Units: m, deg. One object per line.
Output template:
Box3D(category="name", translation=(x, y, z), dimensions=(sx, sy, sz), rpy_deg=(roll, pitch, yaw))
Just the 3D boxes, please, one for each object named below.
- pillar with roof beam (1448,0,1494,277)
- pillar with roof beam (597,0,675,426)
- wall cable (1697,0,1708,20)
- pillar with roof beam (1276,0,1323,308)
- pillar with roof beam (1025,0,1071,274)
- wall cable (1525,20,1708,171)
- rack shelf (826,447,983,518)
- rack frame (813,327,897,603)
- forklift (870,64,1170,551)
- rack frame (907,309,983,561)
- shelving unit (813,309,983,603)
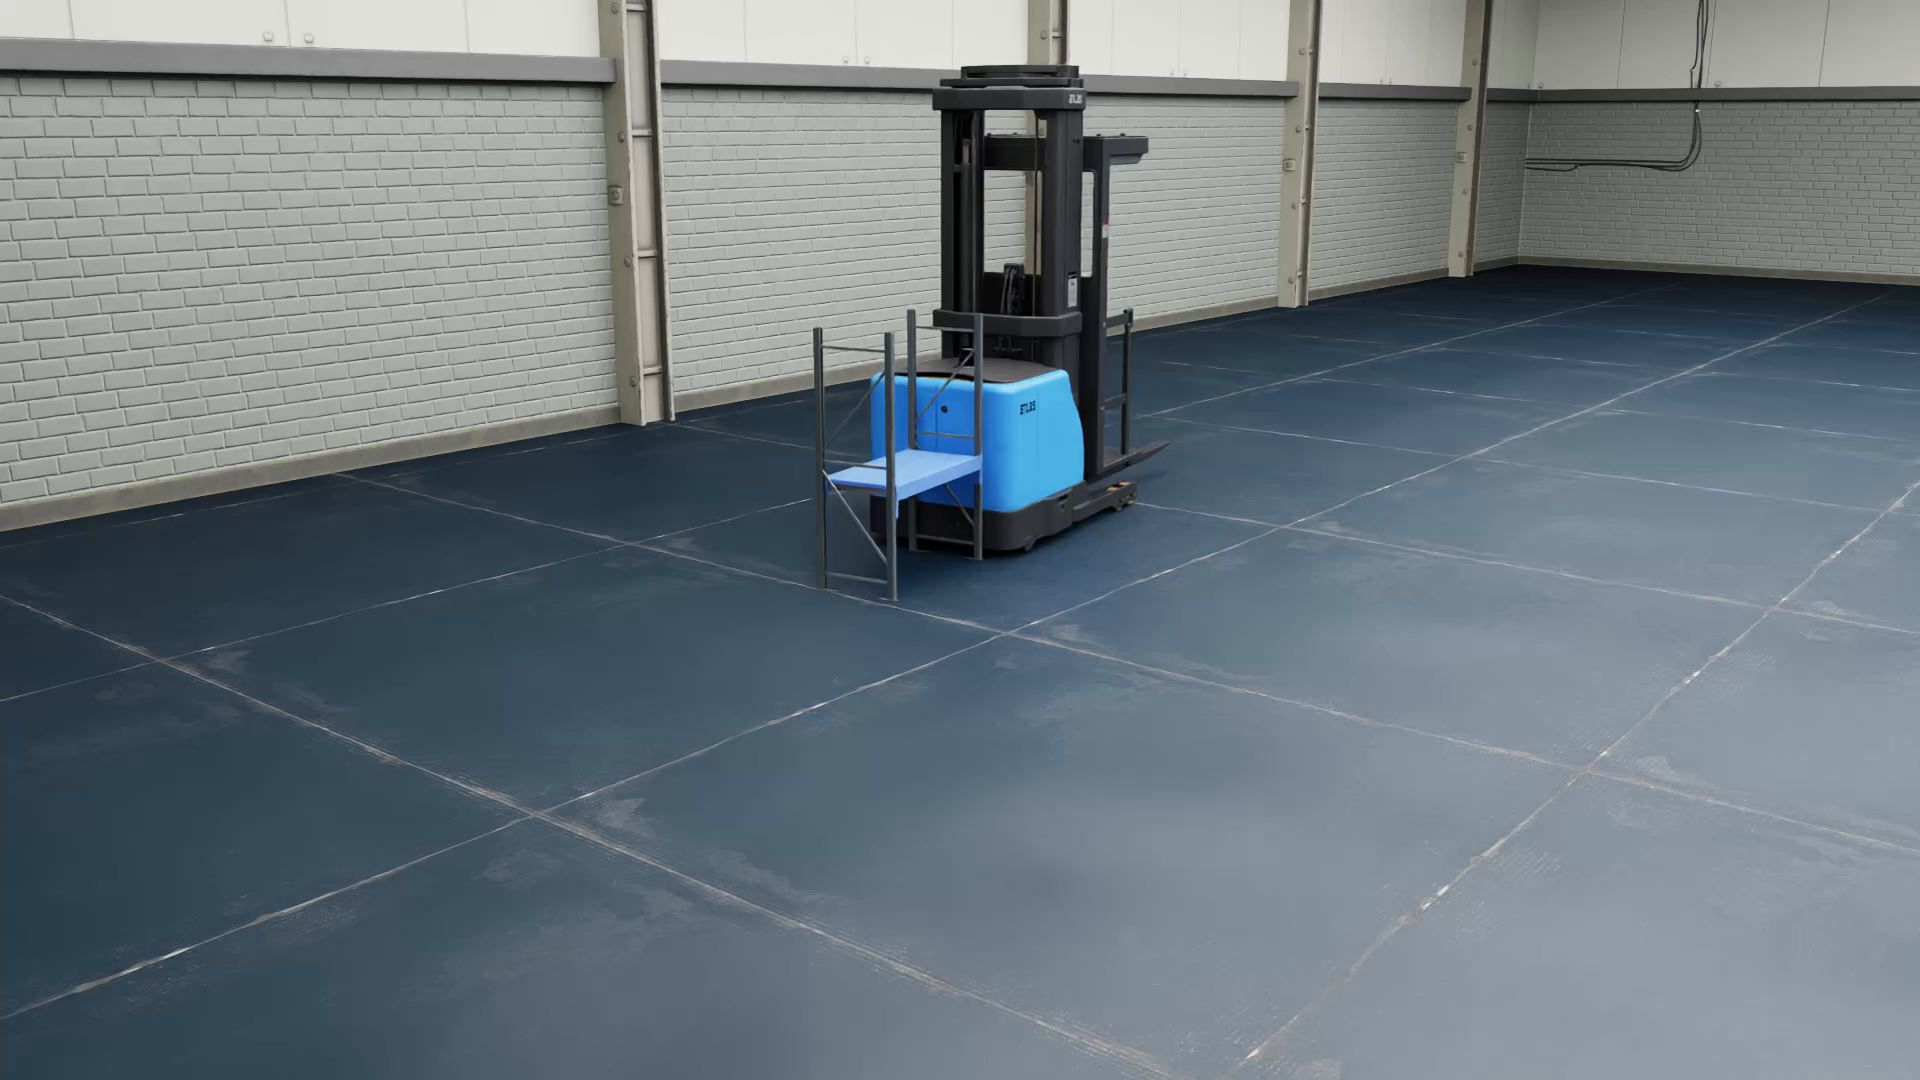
Box3D(category="pillar with roof beam", translation=(11.876, -8.204, 24.642), dimensions=(9.100, 9.000, 0.400), rpy_deg=(11, 18, 38))
Box3D(category="pillar with roof beam", translation=(0.563, -4.757, 11.072), dimensions=(9.100, 9.000, 0.400), rpy_deg=(11, 18, 38))
Box3D(category="wall cable", translation=(13.512, -9.754, 26.792), dimensions=(3.097, 2.526, 0.112), rpy_deg=(11, 18, 38))
Box3D(category="pillar with roof beam", translation=(8.105, -7.055, 20.118), dimensions=(9.100, 9.000, 0.400), rpy_deg=(11, 18, 38))
Box3D(category="pillar with roof beam", translation=(4.334, -5.906, 15.595), dimensions=(9.100, 9.000, 0.400), rpy_deg=(11, 18, 38))
Box3D(category="wall cable", translation=(11.408, -7.725, 29.062), dimensions=(3.097, 2.526, 0.112), rpy_deg=(11, 18, 38))
Box3D(category="rack shelf", translation=(-0.335, -0.346, 9.668), dimensions=(0.538, 0.185, 1.000), rpy_deg=(8, 16, 28))
Box3D(category="rack frame", translation=(-0.579, -0.410, 9.191), dimensions=(0.500, 1.500, 0.032), rpy_deg=(8, 16, 28))
Box3D(category="forklift", translation=(0.579, -1.667, 11.232), dimensions=(1.130, 2.935, 3.031), rpy_deg=(8, 16, 28))
Box3D(category="rack frame", translation=(-0.090, -0.630, 10.055), dimensions=(0.500, 1.500, 0.032), rpy_deg=(8, 16, 28))
Box3D(category="shelving unit", translation=(-0.335, -0.520, 9.623), dimensions=(0.538, 1.500, 1.048), rpy_deg=(8, 16, 28))
